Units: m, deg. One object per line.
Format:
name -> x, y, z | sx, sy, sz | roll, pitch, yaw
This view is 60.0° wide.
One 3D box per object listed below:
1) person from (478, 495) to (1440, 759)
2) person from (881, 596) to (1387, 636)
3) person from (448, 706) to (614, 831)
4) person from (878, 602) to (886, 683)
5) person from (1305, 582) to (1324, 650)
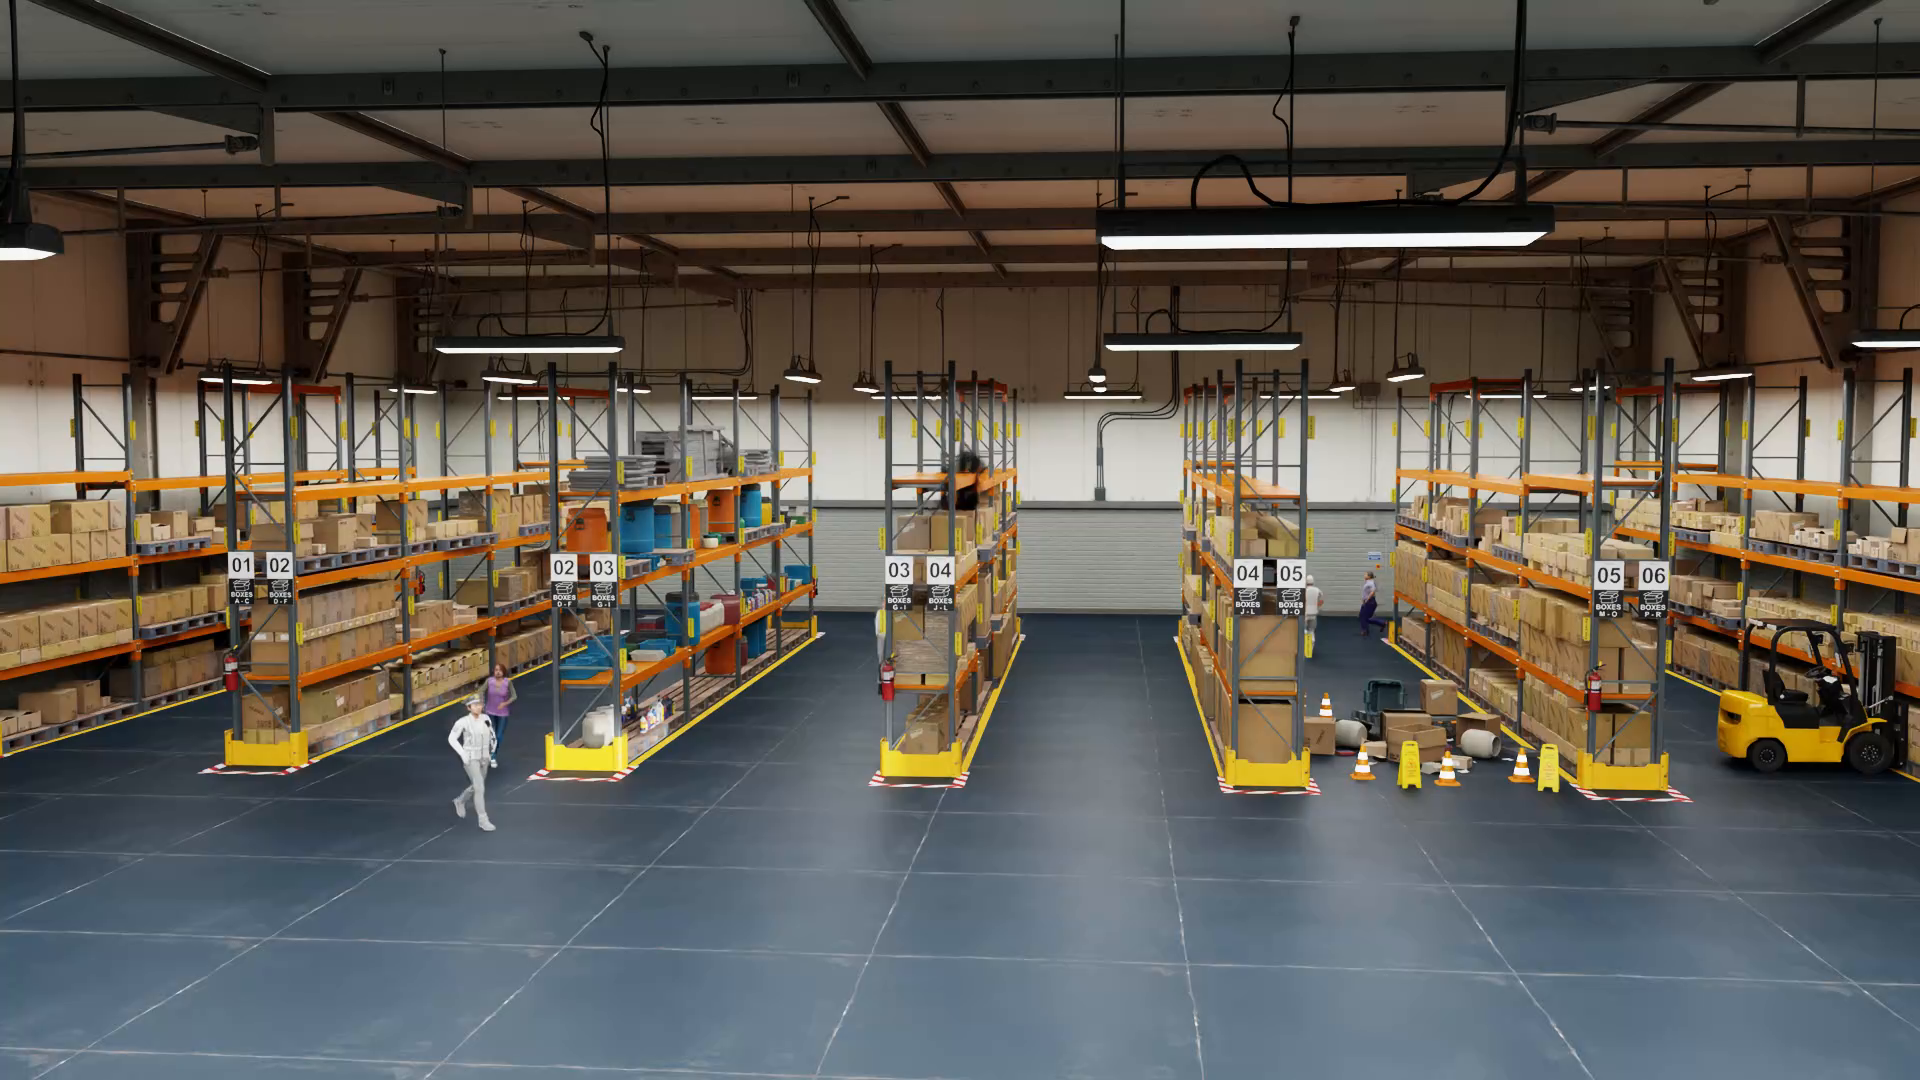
person -> 1.783, 1.145, 30.860 | 20.177, 3.451, 9.057 | -1, 4, -13
person -> 4.394, 1.741, 36.991 | 10.393, 1.700, 9.548 | 1, 4, 11
person -> -5.740, 2.727, 23.279 | 3.152, 1.444, 4.807 | 3, 5, 37
person -> -1.469, 2.001, 33.496 | 0.354, 1.643, 1.094 | 0, 4, 6
person -> 7.840, 1.656, 37.497 | 0.699, 1.640, 0.487 | 0, 4, -5
